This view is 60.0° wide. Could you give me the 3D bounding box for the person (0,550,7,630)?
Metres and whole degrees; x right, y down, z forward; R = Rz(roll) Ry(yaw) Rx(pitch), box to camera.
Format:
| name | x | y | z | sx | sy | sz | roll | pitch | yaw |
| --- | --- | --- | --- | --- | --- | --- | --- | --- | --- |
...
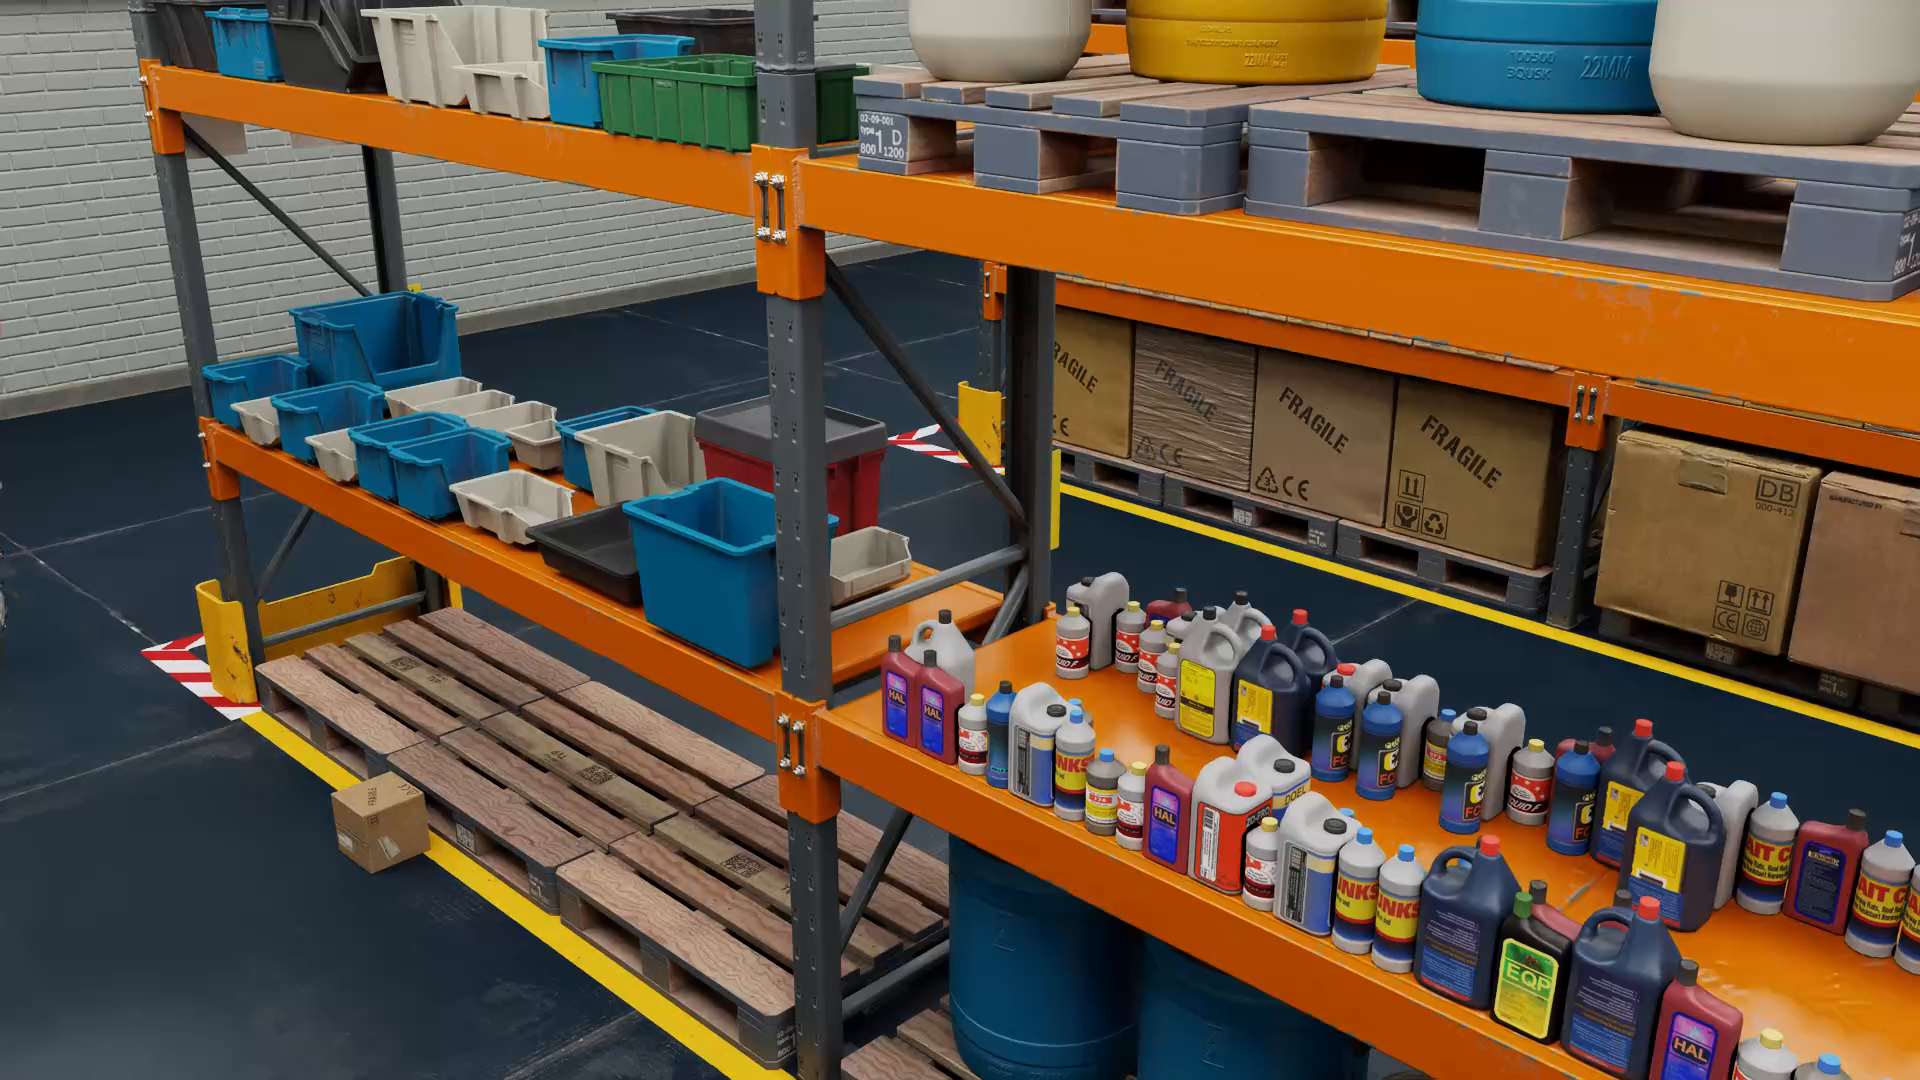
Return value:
| name | x | y | z | sx | sy | sz | roll | pitch | yaw |
| --- | --- | --- | --- | --- | --- | --- | --- | --- | --- |
| person | -3.988 | 0.225 | 6.409 | 0.600 | 1.758 | 0.761 | -13 | 24 | -31 |
